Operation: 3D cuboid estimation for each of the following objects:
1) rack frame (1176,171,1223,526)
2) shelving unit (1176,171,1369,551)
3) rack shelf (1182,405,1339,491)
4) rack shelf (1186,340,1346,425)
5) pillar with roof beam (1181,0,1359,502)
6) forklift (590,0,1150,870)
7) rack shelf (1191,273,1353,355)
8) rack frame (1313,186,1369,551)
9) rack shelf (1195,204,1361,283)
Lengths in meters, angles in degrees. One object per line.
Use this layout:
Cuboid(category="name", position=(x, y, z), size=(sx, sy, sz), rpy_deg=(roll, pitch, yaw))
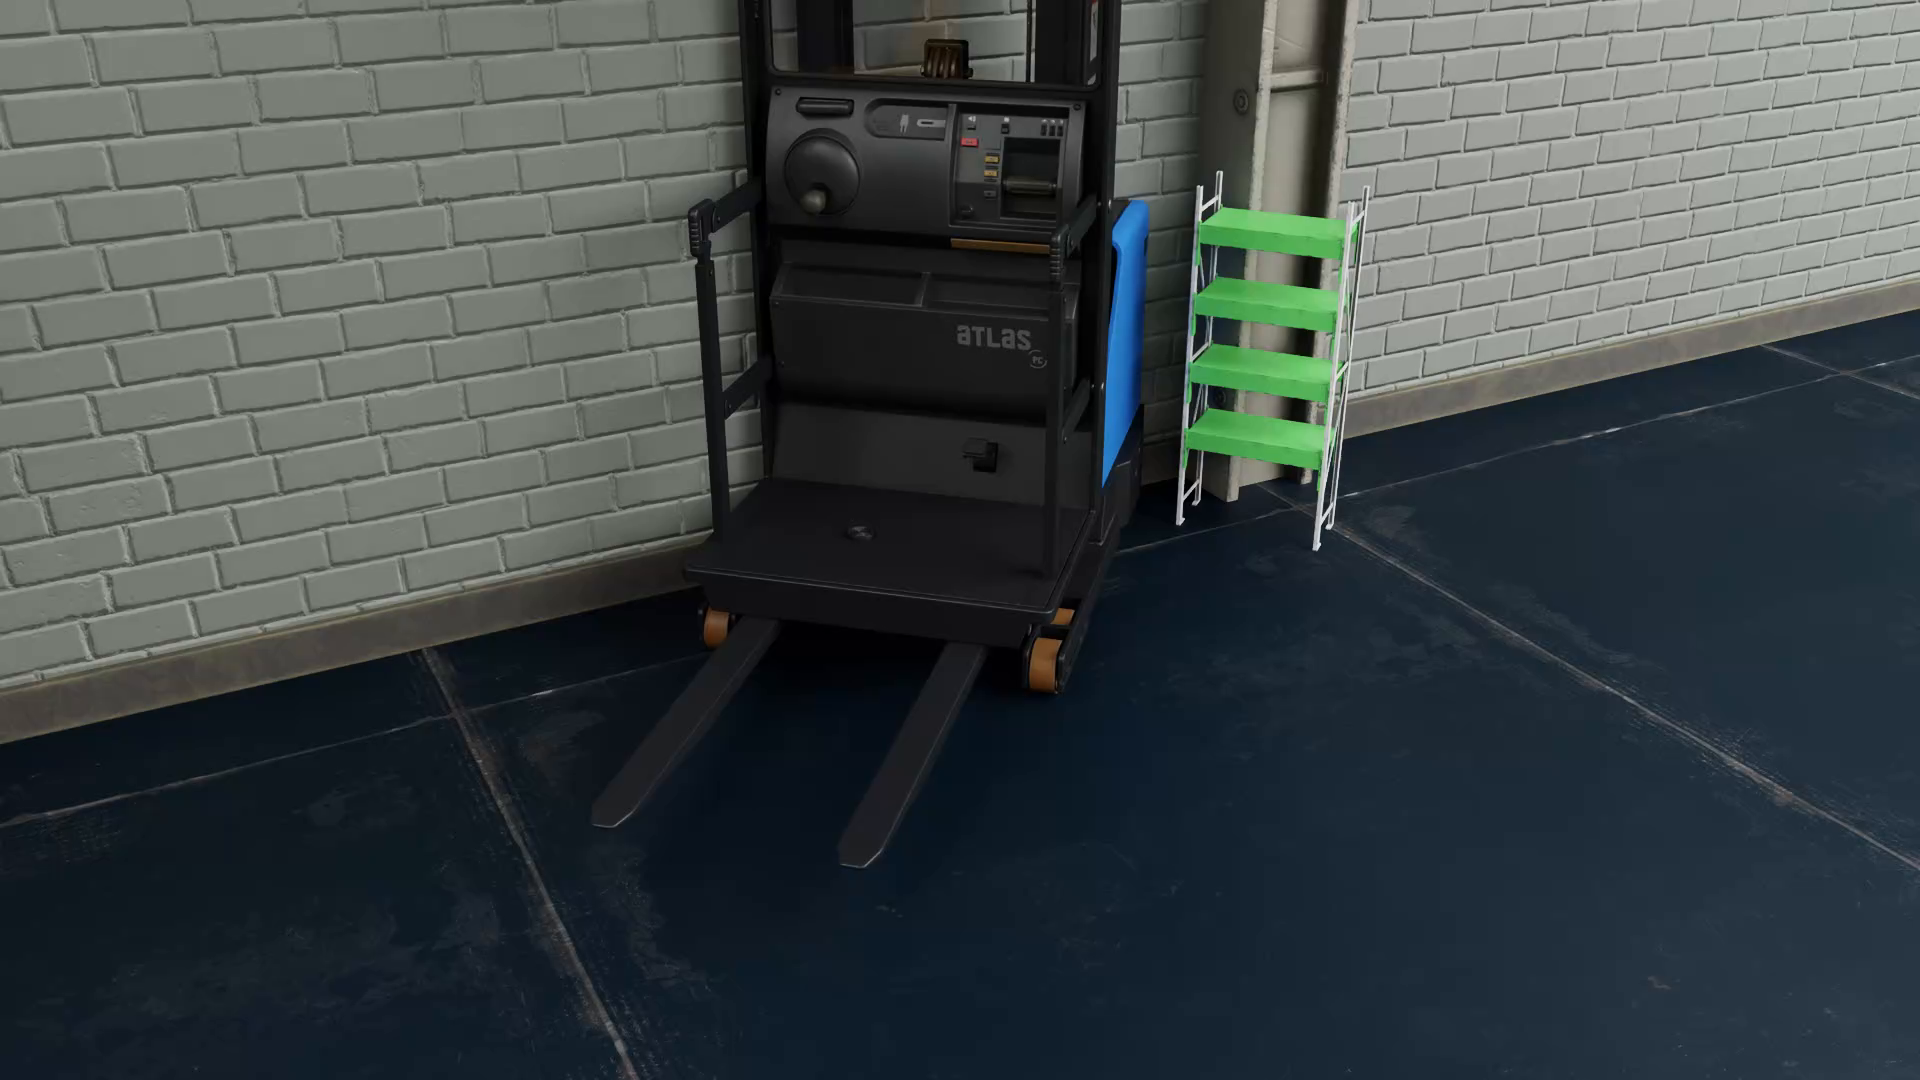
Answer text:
Cuboid(category="rack frame", position=(0.818, -0.640, 5.697), size=(0.015, 1.200, 0.240), rpy_deg=(11, 28, 22))
Cuboid(category="shelving unit", position=(1.039, -0.596, 5.605), size=(0.503, 1.200, 0.258), rpy_deg=(11, 28, 22))
Cuboid(category="rack shelf", position=(1.039, -0.322, 5.736), size=(0.480, 0.148, 0.258), rpy_deg=(11, 28, 22))
Cuboid(category="rack shelf", position=(1.039, -0.538, 5.632), size=(0.480, 0.148, 0.258), rpy_deg=(11, 28, 22))
Cuboid(category="pillar with roof beam", position=(3.094, -2.649, 0.870), size=(0.400, 9.000, 9.100), rpy_deg=(-13, 29, -25))
Cuboid(category="forklift", position=(-0.158, -1.058, 4.567), size=(1.130, 2.935, 3.031), rpy_deg=(6, 26, 13))
Cuboid(category="rack shelf", position=(1.039, -0.755, 5.529), size=(0.480, 0.148, 0.258), rpy_deg=(11, 28, 22))
Cuboid(category="rack frame", position=(1.261, -0.552, 5.512), size=(0.015, 1.200, 0.240), rpy_deg=(11, 28, 22))
Cuboid(category="rack shelf", position=(1.039, -0.971, 5.425), size=(0.480, 0.148, 0.258), rpy_deg=(11, 28, 22))
